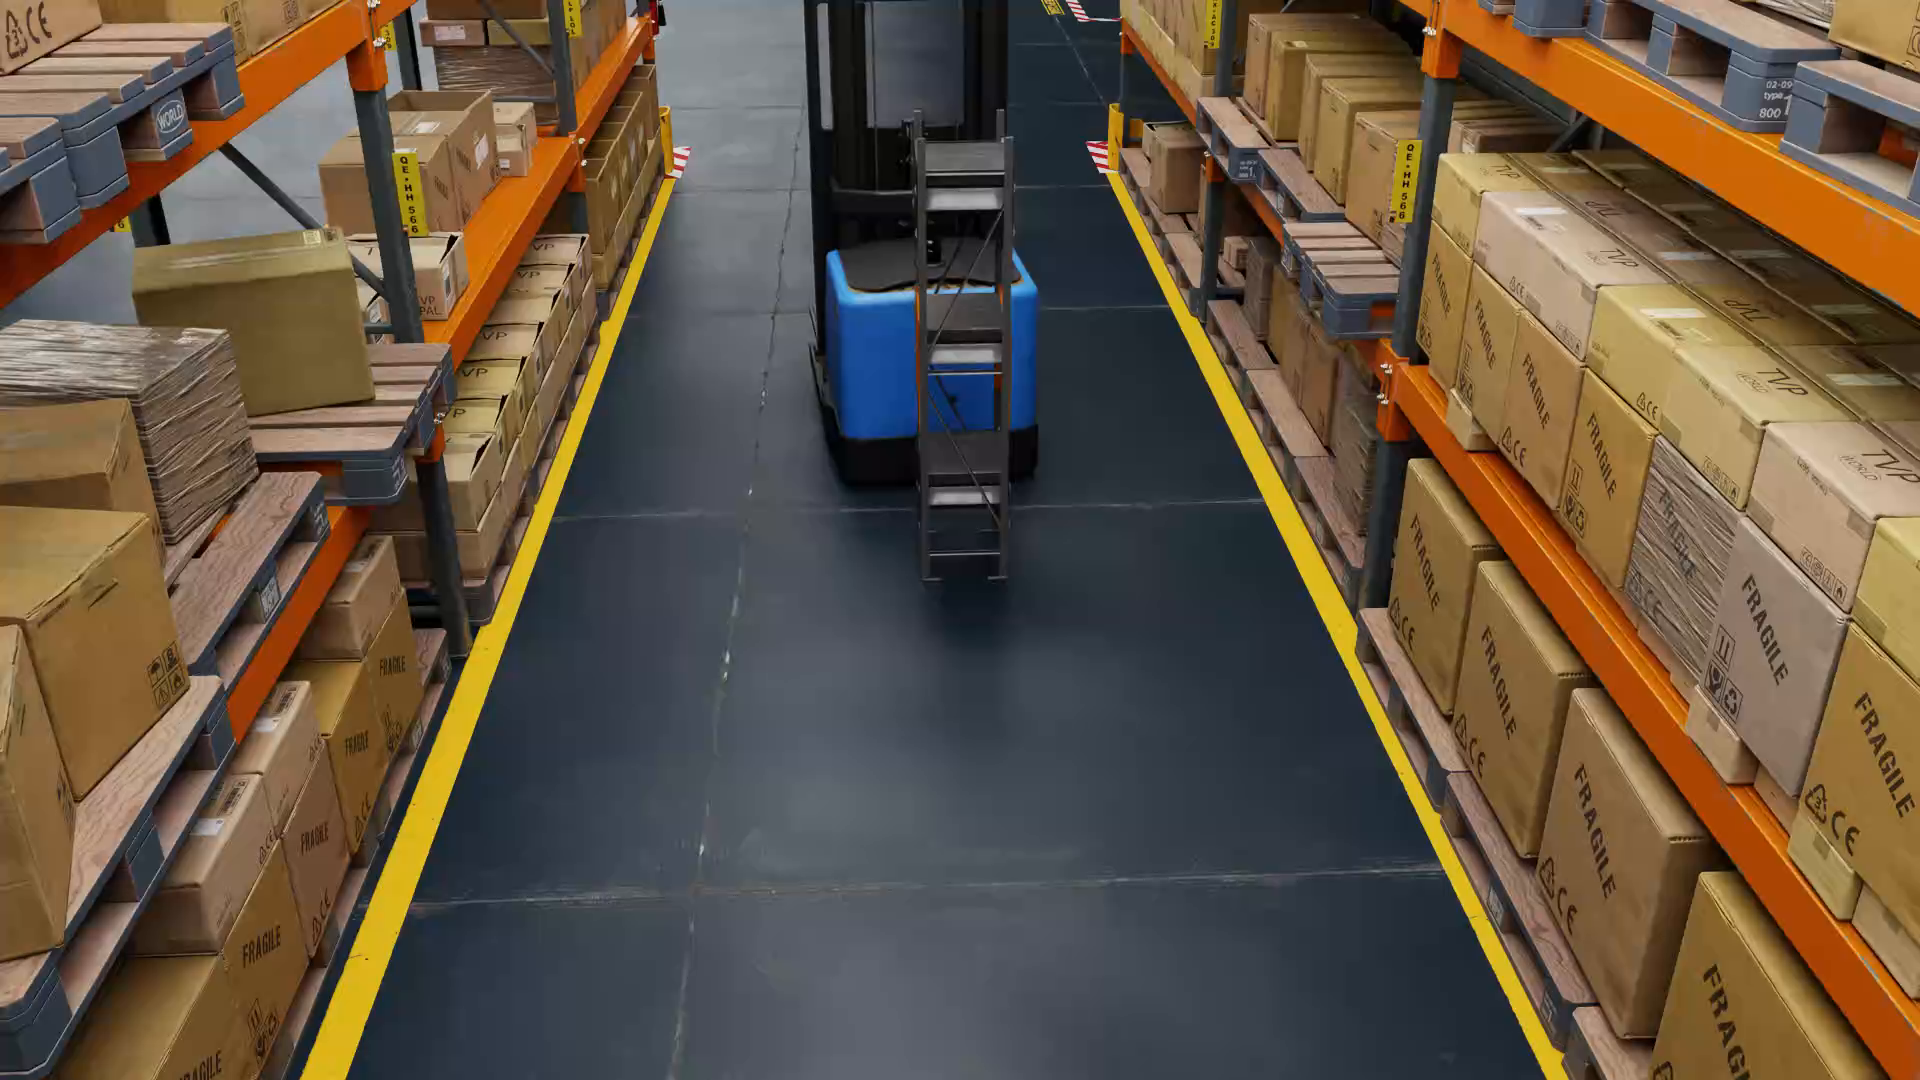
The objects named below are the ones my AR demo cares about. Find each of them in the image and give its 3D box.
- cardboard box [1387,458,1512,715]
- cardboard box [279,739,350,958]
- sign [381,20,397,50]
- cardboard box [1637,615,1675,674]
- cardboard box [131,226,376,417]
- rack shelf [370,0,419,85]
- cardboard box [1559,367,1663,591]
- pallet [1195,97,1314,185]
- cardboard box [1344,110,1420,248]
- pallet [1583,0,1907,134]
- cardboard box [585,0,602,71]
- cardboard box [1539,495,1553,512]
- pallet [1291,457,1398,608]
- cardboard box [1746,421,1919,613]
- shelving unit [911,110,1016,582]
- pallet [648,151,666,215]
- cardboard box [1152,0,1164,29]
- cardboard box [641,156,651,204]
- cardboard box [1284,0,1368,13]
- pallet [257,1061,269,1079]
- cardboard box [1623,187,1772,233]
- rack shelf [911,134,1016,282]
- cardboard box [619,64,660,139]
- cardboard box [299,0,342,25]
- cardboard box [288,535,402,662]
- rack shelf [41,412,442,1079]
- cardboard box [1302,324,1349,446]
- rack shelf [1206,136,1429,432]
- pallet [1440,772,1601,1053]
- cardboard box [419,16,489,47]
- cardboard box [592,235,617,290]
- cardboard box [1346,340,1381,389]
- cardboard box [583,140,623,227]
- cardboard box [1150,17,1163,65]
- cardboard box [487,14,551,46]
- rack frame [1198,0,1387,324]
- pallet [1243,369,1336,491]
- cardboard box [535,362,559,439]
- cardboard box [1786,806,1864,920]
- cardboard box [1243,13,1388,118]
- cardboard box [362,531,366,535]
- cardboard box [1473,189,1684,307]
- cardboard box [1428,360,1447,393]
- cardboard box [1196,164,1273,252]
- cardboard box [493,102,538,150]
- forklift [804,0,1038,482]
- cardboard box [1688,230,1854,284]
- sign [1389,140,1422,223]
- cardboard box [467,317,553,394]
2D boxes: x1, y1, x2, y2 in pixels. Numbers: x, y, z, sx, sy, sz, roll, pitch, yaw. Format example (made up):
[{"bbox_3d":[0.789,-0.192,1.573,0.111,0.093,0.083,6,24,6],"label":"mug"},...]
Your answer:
[{"bbox_3d":[2.203,0.163,6.565,0.750,0.750,0.750,-2,28,-3],"label":"cardboard box"},{"bbox_3d":[-2.307,0.995,5.326,0.500,0.500,0.500,-2,28,-5],"label":"cardboard box"},{"bbox_3d":[-3.414,-3.078,9.886,0.100,0.325,0.005,-1,28,-3],"label":"sign"},{"bbox_3d":[2.182,0.266,4.747,0.380,0.149,0.250,-2,28,-4],"label":"cardboard box"},{"bbox_3d":[-2.505,-0.768,5.917,0.700,0.500,0.500,-11,29,-20],"label":"cardboard box"},{"bbox_3d":[-2.755,-2.760,7.833,1.077,0.370,4.000,-1,28,-3],"label":"rack shelf"},{"bbox_3d":[2.144,-0.190,4.920,0.500,0.500,0.500,-1,28,-1],"label":"cardboard box"},{"bbox_3d":[1.982,-2.353,9.725,1.003,0.211,1.213,-1,28,-3],"label":"pallet"},{"bbox_3d":[2.205,-1.661,7.607,0.700,0.500,0.500,-4,28,-7],"label":"cardboard box"},{"bbox_3d":[2.444,-1.381,4.615,1.003,0.211,1.213,0,28,0],"label":"pallet"},{"bbox_3d":[-2.973,-3.634,11.866,0.700,0.500,0.500,-1,28,-1],"label":"cardboard box"},{"bbox_3d":[2.174,-0.213,5.665,0.380,0.149,0.250,-1,28,-2],"label":"cardboard box"},{"bbox_3d":[2.257,-0.072,8.159,1.003,0.211,1.213,-1,28,-3],"label":"pallet"},{"bbox_3d":[2.208,-0.063,3.866,0.500,0.250,0.500,-1,28,-2],"label":"cardboard box"},{"bbox_3d":[0.009,-0.855,7.618,0.431,2.100,0.503,-1,28,-3],"label":"shelving unit"},{"bbox_3d":[-2.987,-2.932,13.643,1.003,0.211,1.213,-1,28,-3],"label":"pallet"},{"bbox_3d":[1.678,-3.983,11.974,0.500,0.500,0.500,-1,28,-1],"label":"cardboard box"},{"bbox_3d":[-2.679,-2.785,12.866,0.500,0.250,0.500,-1,28,-3],"label":"cardboard box"},{"bbox_3d":[2.271,-3.291,10.647,0.500,0.500,0.500,-2,28,-4],"label":"cardboard box"},{"bbox_3d":[-2.522,1.883,4.411,1.003,0.211,1.213,-1,28,-3],"label":"pallet"},{"bbox_3d":[2.602,-1.022,5.704,0.500,0.250,0.500,-2,28,-4],"label":"cardboard box"},{"bbox_3d":[0.009,-1.463,7.300,0.431,0.518,0.480,-1,28,-3],"label":"rack shelf"},{"bbox_3d":[-2.743,-3.579,13.578,0.500,0.500,0.500,-1,28,-3],"label":"cardboard box"},{"bbox_3d":[-2.594,-2.000,5.488,0.910,0.500,0.500,-1,28,-3],"label":"cardboard box"},{"bbox_3d":[-2.360,0.207,6.026,0.500,0.250,0.500,0,28,-1],"label":"cardboard box"},{"bbox_3d":[-2.546,0.417,4.985,1.077,0.370,4.000,-1,28,-3],"label":"rack shelf"},{"bbox_3d":[2.241,-0.835,8.834,0.700,0.500,0.500,-2,28,-3],"label":"cardboard box"},{"bbox_3d":[2.192,-1.552,8.760,1.077,0.370,4.000,-1,28,-3],"label":"rack shelf"},{"bbox_3d":[2.323,1.217,5.688,1.003,0.211,1.213,-1,28,-3],"label":"pallet"},{"bbox_3d":[-3.088,-3.125,10.189,0.380,0.149,0.250,-1,28,-3],"label":"cardboard box"},{"bbox_3d":[-2.581,-1.862,11.095,0.500,0.250,0.500,-1,28,-3],"label":"cardboard box"},{"bbox_3d":[2.239,-0.962,8.268,0.500,0.250,0.500,-1,28,-2],"label":"cardboard box"},{"bbox_3d":[-2.605,-2.425,11.364,0.500,0.500,0.500,-1,28,-3],"label":"cardboard box"},{"bbox_3d":[1.673,-3.643,12.131,0.500,0.250,0.500,-1,28,-2],"label":"cardboard box"},{"bbox_3d":[-2.680,-3.134,10.205,0.380,0.149,0.250,-1,28,-3],"label":"cardboard box"},{"bbox_3d":[2.087,-2.794,10.364,1.000,3.000,0.127,-1,28,-3],"label":"rack frame"},{"bbox_3d":[2.196,-0.634,9.237,1.003,0.211,1.213,-1,28,-3],"label":"pallet"},{"bbox_3d":[-2.472,-0.751,8.965,0.500,0.250,0.500,-1,28,-2],"label":"cardboard box"},{"bbox_3d":[2.168,0.737,3.843,0.380,0.149,0.250,-1,28,-2],"label":"cardboard box"},{"bbox_3d":[2.080,-2.798,9.787,0.700,0.500,0.500,-1,28,-2],"label":"cardboard box"},{"bbox_3d":[-2.922,-0.030,7.583,0.500,0.250,0.500,-1,28,-1],"label":"cardboard box"},{"bbox_3d":[2.091,-1.001,5.663,0.500,0.250,0.500,-2,28,-3],"label":"cardboard box"},{"bbox_3d":[2.082,-0.687,6.574,0.380,0.149,0.250,-2,28,-3],"label":"cardboard box"},{"bbox_3d":[1.993,-2.360,11.758,0.500,0.500,0.500,-3,28,-7],"label":"cardboard box"},{"bbox_3d":[-2.790,-2.380,9.732,0.500,0.250,0.500,0,28,1],"label":"cardboard box"},{"bbox_3d":[-0.324,-2.262,9.418,1.130,2.935,3.031,-4,28,-8],"label":"forklift"},{"bbox_3d":[2.626,-0.785,5.250,0.500,0.250,0.500,-2,28,-4],"label":"cardboard box"},{"bbox_3d":[1.755,-1.408,6.540,0.100,0.325,0.005,-1,28,-3],"label":"sign"},{"bbox_3d":[-2.472,-1.006,8.848,0.500,0.311,0.500,-2,28,-3],"label":"cardboard box"}]
